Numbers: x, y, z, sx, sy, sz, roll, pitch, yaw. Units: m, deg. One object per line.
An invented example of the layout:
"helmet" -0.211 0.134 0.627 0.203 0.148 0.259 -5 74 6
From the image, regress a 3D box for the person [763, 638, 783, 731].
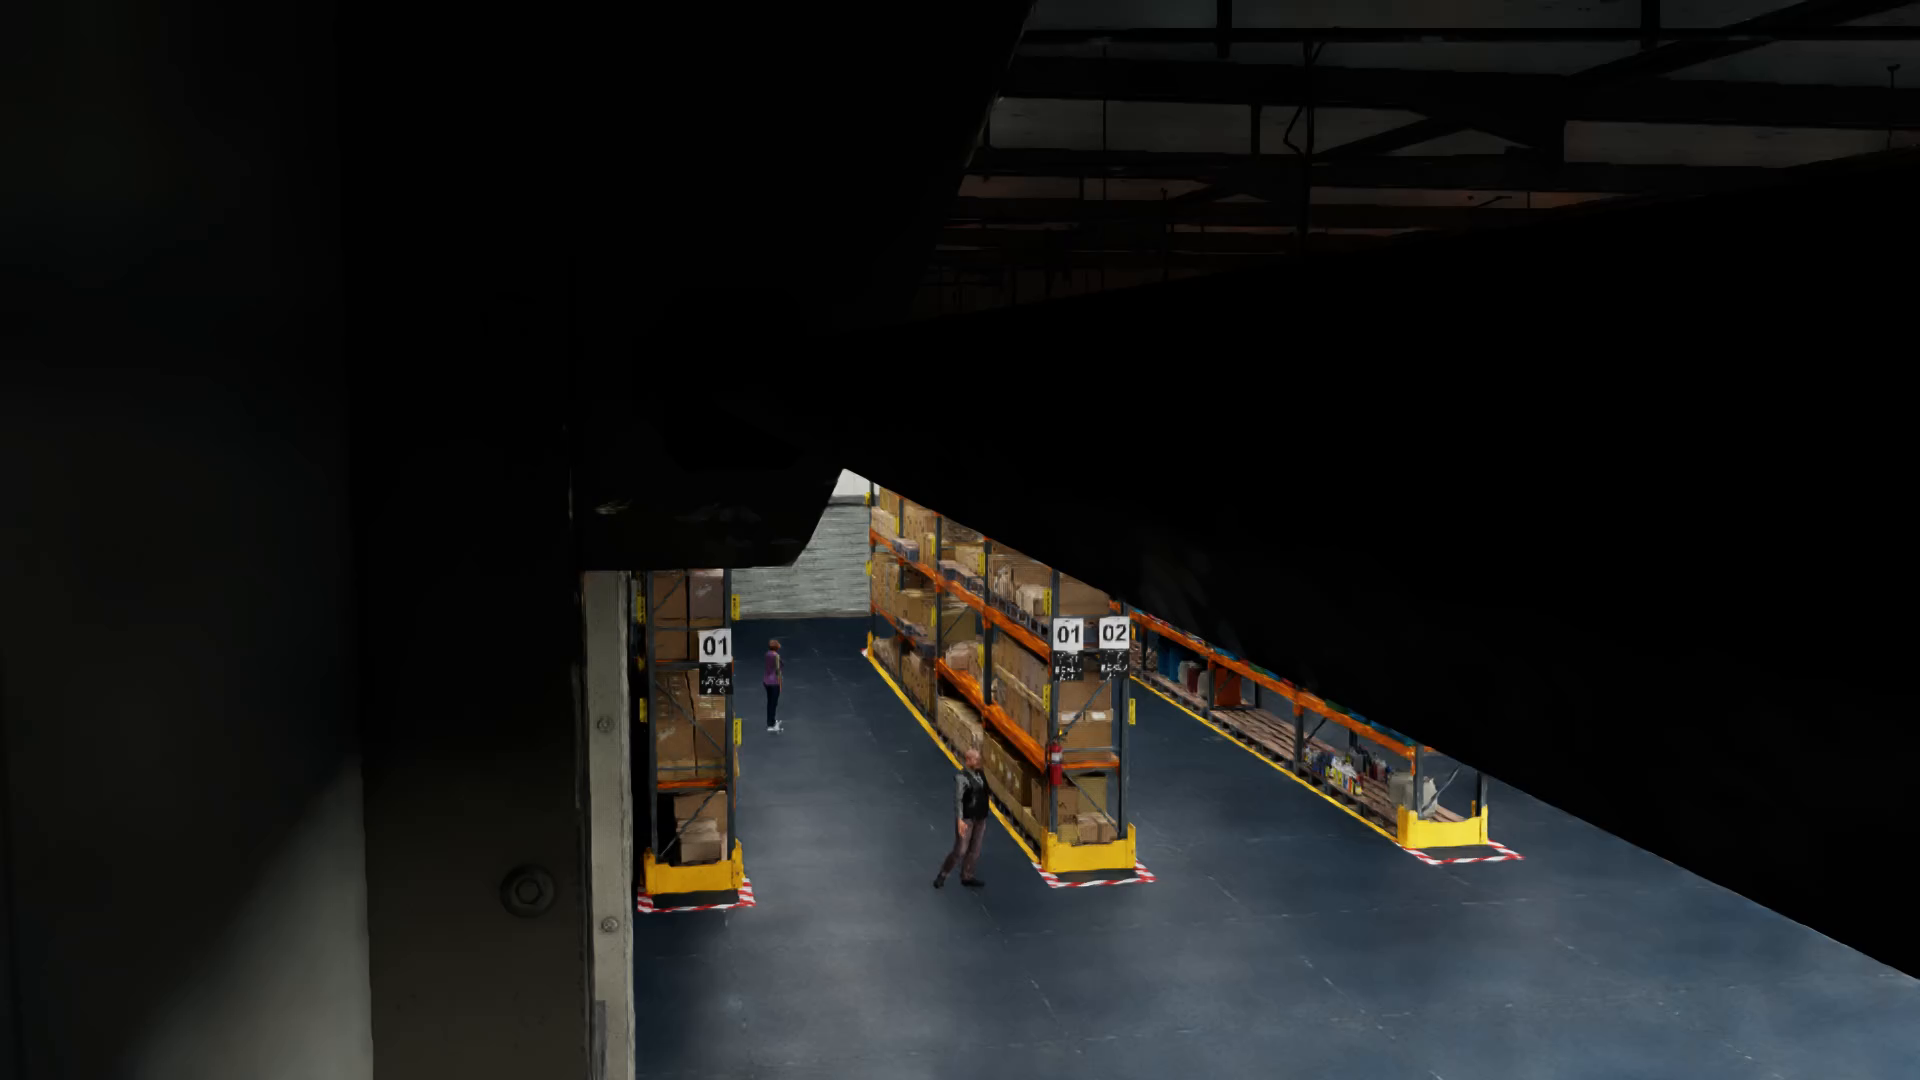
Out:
"person" -3.219 2.502 28.943 0.420 1.602 0.506 -4 7 -34

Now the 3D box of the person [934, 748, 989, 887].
"person" 0.021 3.378 20.158 0.520 1.711 0.714 5 8 37
